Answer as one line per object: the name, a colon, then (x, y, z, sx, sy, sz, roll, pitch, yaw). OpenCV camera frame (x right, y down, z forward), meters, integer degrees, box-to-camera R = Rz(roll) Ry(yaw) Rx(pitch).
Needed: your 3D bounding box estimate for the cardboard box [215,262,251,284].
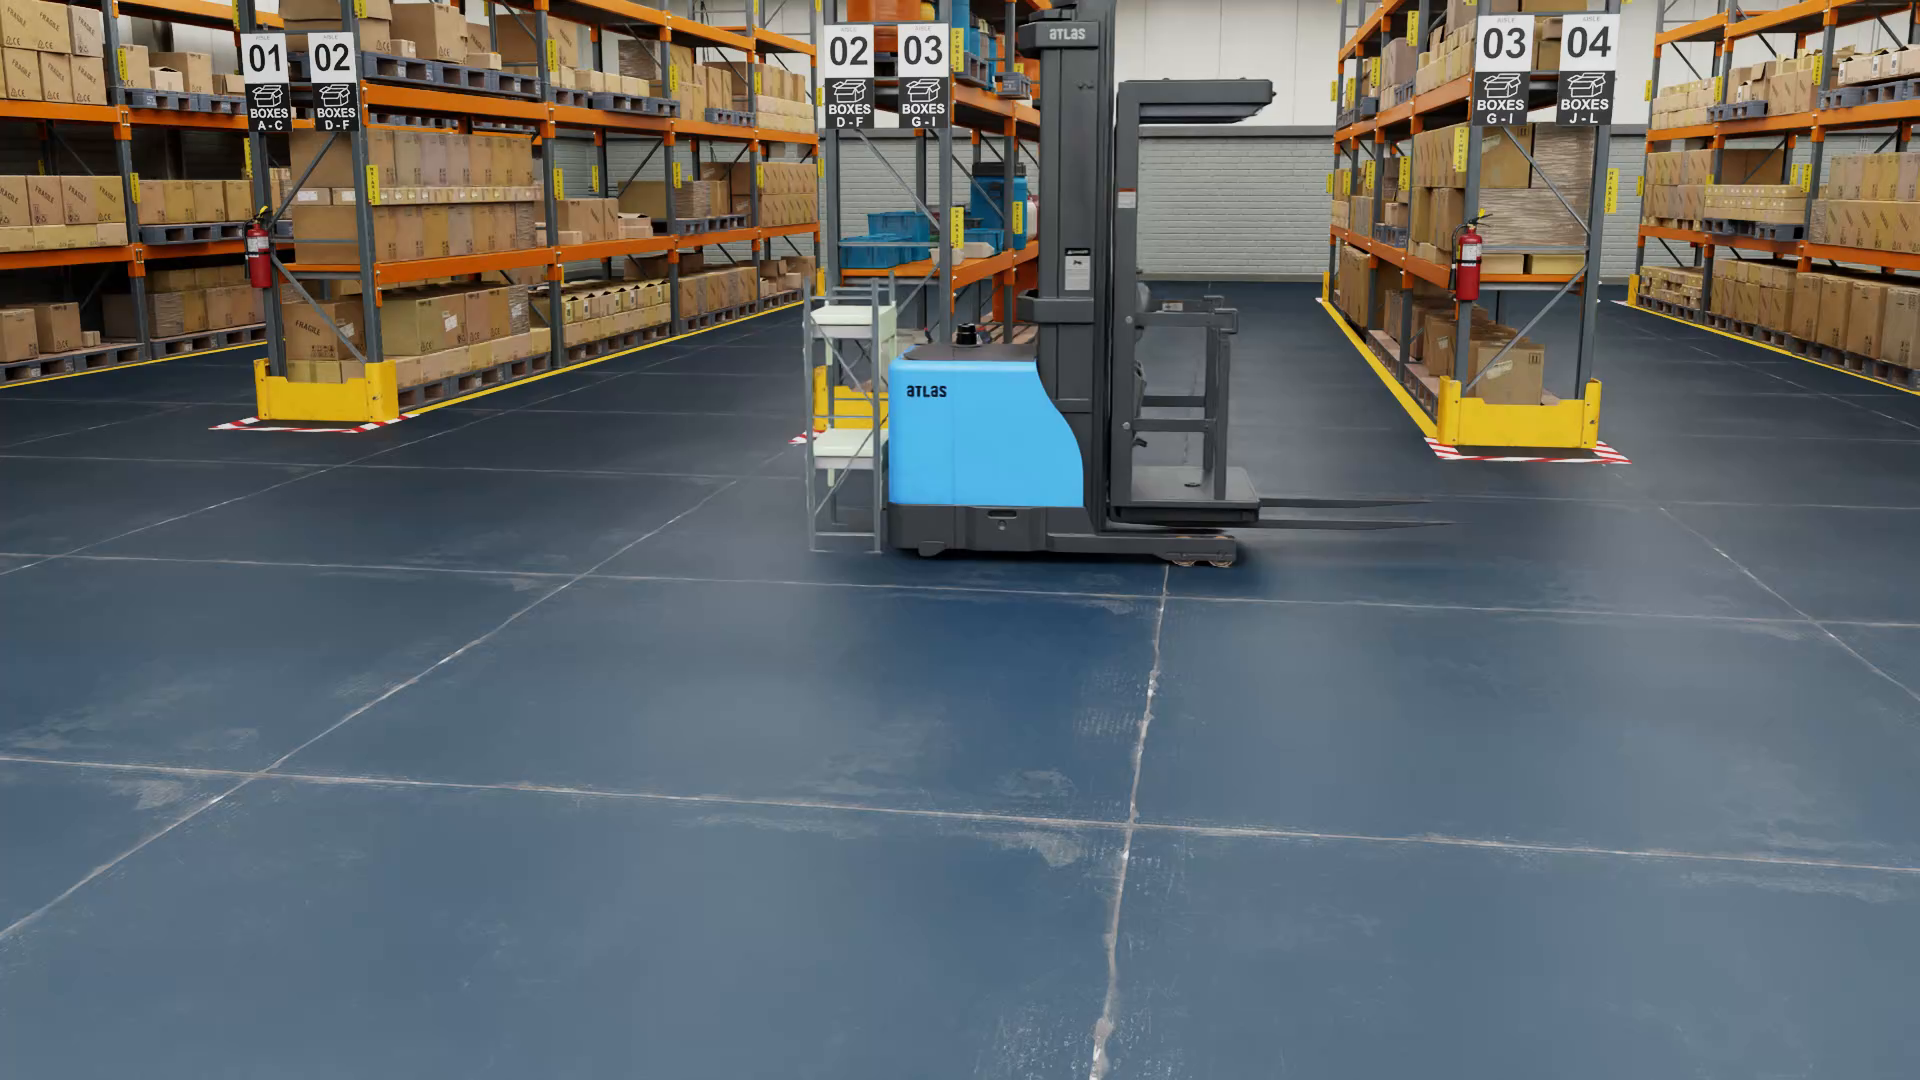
cardboard box: (-9.333, -3.445, 21.469, 0.500, 0.250, 0.500, 2, 12, 10)

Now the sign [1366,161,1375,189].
sign: (5.010, -4.456, 20.300, 0.100, 0.325, 0.005, 2, 12, 9)

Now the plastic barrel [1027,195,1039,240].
plastic barrel: (0.893, -3.993, 20.578, 0.600, 0.536, 0.708, 2, 12, 9)

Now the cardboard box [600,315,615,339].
cardboard box: (-4.380, -2.513, 19.563, 0.500, 0.250, 0.500, 1, 12, 7)

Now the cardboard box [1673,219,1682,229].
cardboard box: (11.042, -4.795, 25.220, 0.380, 0.149, 0.250, 2, 12, 10)

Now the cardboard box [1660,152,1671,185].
cardboard box: (11.170, -5.741, 25.697, 0.500, 0.500, 0.500, 2, 12, 7)

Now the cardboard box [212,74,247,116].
cardboard box: (-9.415, -5.614, 21.008, 0.797, 0.503, 0.637, 4, 13, 17)

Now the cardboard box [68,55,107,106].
cardboard box: (-9.573, -4.932, 17.856, 0.500, 0.500, 0.500, 2, 12, 10)

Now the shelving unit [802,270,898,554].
shelving unit: (-0.604, -0.741, 9.374, 0.431, 1.500, 0.755, 1, 12, 5)

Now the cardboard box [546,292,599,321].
cardboard box: (-4.452, -2.679, 19.002, 0.500, 0.311, 0.500, 2, 12, 8)

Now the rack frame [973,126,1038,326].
rack frame: (0.665, -4.033, 21.086, 1.000, 3.000, 0.127, 2, 12, 9)

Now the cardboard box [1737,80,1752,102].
cardboard box: (10.717, -5.975, 22.193, 0.500, 0.311, 0.500, 2, 12, 8)

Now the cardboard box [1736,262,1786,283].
cardboard box: (10.523, -3.511, 21.821, 0.500, 0.250, 0.500, 2, 12, 11)

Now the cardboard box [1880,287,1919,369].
cardboard box: (9.836, -2.096, 16.440, 1.050, 0.750, 0.750, 2, 12, 8)

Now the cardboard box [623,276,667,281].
cardboard box: (-4.317, -3.389, 22.990, 0.500, 0.500, 0.500, 2, 12, 11)

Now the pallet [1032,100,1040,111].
pallet: (0.880, -5.563, 21.514, 1.003, 0.211, 1.213, 2, 12, 9)

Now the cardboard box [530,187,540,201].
cardboard box: (-4.674, -3.664, 17.597, 0.380, 0.149, 0.250, 2, 12, 9)

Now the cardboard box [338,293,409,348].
cardboard box: (-5.531, -2.086, 15.804, 0.500, 0.500, 0.500, 2, 12, 9)

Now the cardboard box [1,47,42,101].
cardboard box: (-9.711, -4.712, 16.831, 0.500, 0.500, 0.500, 1, 12, 6)

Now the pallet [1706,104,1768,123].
pallet: (10.860, -5.773, 22.485, 1.213, 0.211, 1.003, 2, 12, 9)

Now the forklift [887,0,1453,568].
forklift: (1.148, -1.404, 9.050, 3.031, 2.935, 1.130, 1, 12, 5)

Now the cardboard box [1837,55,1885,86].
cardboard box: (10.116, -5.224, 18.471, 0.500, 0.311, 0.500, 2, 12, 9)

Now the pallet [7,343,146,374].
pallet: (-9.807, -2.017, 18.352, 1.003, 0.211, 1.213, 2, 12, 9)

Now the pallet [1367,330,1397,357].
pallet: (5.438, -2.347, 19.881, 1.003, 0.211, 1.213, 2, 12, 9)

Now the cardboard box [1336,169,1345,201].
cardboard box: (6.299, -5.673, 26.567, 0.500, 0.500, 0.500, 2, 12, 7)

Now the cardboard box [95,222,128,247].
cardboard box: (-9.512, -3.349, 18.223, 0.500, 0.250, 0.500, 2, 12, 9)

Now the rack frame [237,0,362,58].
rack frame: (-5.459, -5.461, 13.475, 1.000, 3.000, 0.127, 2, 12, 9)

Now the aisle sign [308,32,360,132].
aisle sign: (-5.166, -3.776, 13.724, 0.394, 0.787, 0.004, 2, 12, 9)

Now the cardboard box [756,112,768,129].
cardboard box: (-3.294, -6.513, 25.831, 0.500, 0.250, 0.500, 2, 12, 9)

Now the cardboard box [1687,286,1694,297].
cardboard box: (10.824, -3.613, 24.202, 0.380, 0.149, 0.250, 1, 12, 6)

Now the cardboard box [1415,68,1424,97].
cardboard box: (4.622, -4.347, 15.782, 0.500, 0.250, 0.500, 1, 12, 6)

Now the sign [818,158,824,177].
sign: (-2.453, -6.558, 29.304, 0.100, 0.325, 0.005, 2, 12, 9)

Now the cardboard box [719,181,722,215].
cardboard box: (-3.950, -5.044, 24.546, 0.700, 0.500, 0.500, 4, 13, 18)

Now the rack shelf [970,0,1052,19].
rack shelf: (0.358, -6.002, 18.640, 1.077, 0.370, 4.000, 2, 12, 9)

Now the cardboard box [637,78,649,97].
cardboard box: (-4.243, -5.696, 21.043, 0.500, 0.250, 0.500, 1, 12, 4)

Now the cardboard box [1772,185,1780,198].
cardboard box: (10.108, -4.233, 20.202, 0.380, 0.149, 0.250, 2, 12, 8)

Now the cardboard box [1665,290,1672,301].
cardboard box: (11.054, -3.746, 25.528, 0.380, 0.149, 0.250, 2, 12, 9)

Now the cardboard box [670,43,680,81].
cardboard box: (-4.077, -6.395, 22.316, 0.500, 0.500, 0.500, 2, 12, 9)

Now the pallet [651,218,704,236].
pallet: (-4.194, -4.244, 22.520, 1.213, 0.211, 1.003, 2, 12, 9)

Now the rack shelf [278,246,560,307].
rack shelf: (-5.151, -2.593, 16.115, 1.077, 0.370, 4.000, 2, 12, 9)

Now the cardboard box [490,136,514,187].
cardboard box: (-4.982, -3.847, 16.906, 0.700, 0.500, 0.500, 2, 12, 9)

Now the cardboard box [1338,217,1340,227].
cardboard box: (6.135, -4.977, 26.063, 0.380, 0.149, 0.250, 2, 12, 10)

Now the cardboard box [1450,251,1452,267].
cardboard box: (4.249, -2.307, 13.677, 0.380, 0.149, 0.250, 2, 12, 9)

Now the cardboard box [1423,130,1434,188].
cardboard box: (4.471, -3.429, 14.968, 0.500, 0.500, 0.500, 2, 12, 9)

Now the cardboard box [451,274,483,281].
cardboard box: (-8.292, -4.322, 27.365, 0.700, 0.500, 0.500, 2, 12, 9)

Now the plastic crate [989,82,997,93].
plastic crate: (0.203, -4.190, 15.323, 0.243, 0.136, 0.396, 2, 12, 9)

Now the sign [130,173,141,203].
sign: (-9.202, -3.928, 18.547, 0.100, 0.325, 0.005, 2, 12, 9)

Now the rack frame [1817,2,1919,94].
rack frame: (10.445, -6.623, 18.866, 1.000, 3.000, 0.127, 2, 12, 9)

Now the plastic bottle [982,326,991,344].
plastic bottle: (0.236, -1.977, 16.790, 0.144, 0.351, 0.185, 2, 12, 7)

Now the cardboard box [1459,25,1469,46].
cardboard box: (4.153, -3.974, 13.102, 0.380, 0.149, 0.250, 1, 12, 6)

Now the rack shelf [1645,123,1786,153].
rack shelf: (11.368, -6.054, 25.054, 1.077, 0.370, 4.000, 2, 12, 9)

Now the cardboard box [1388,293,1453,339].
cardboard box: (5.403, -2.609, 19.371, 0.700, 0.500, 0.500, 1, 12, 4)

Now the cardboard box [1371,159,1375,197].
cardboard box: (5.887, -4.839, 22.207, 0.797, 0.503, 0.637, 2, 12, 10)

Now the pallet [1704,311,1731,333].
pallet: (10.942, -2.998, 22.903, 1.003, 0.211, 1.213, 2, 12, 9)

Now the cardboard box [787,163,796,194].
cardboard box: (-3.026, -5.975, 27.489, 0.500, 0.500, 0.500, 2, 12, 10)

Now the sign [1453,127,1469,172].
sign: (3.784, -2.950, 12.562, 0.100, 0.325, 0.005, 2, 12, 9)

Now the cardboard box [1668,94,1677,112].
cardboard box: (11.182, -6.697, 25.497, 0.500, 0.250, 0.500, 2, 12, 9)
